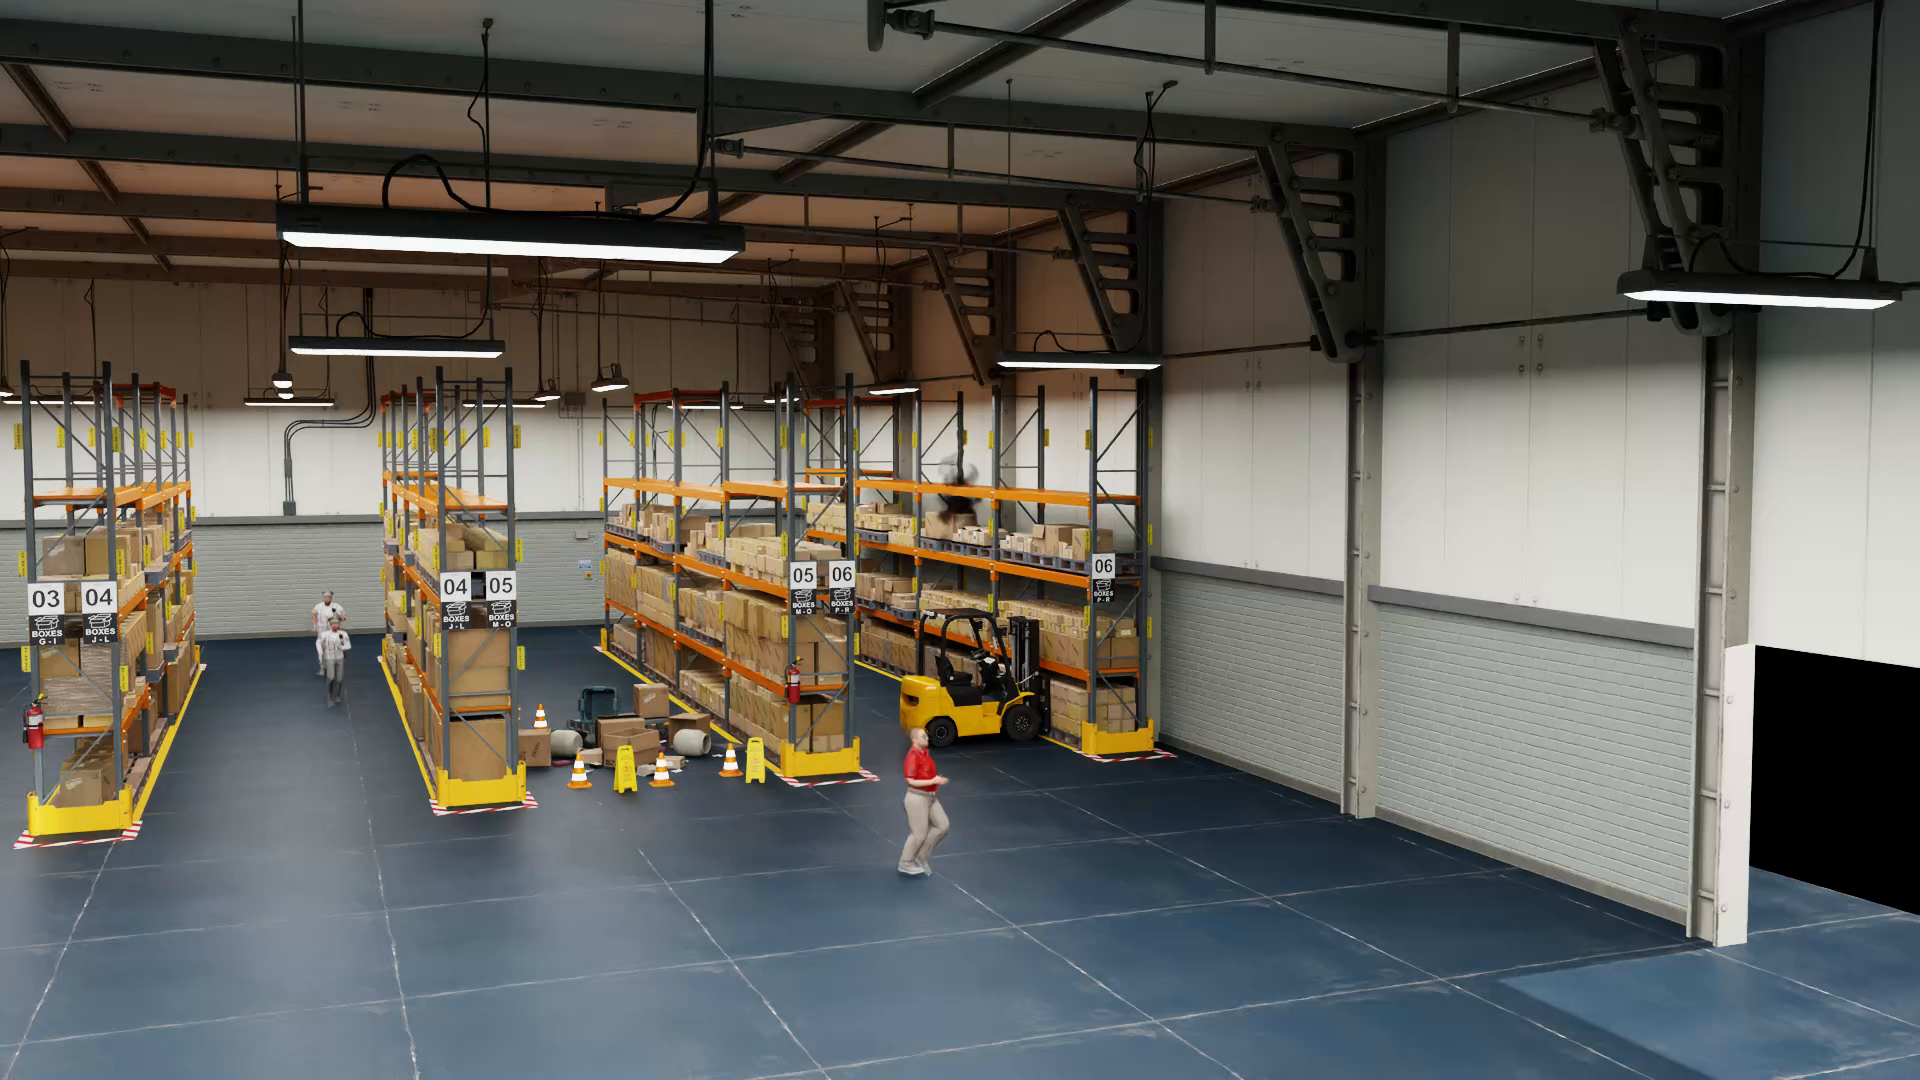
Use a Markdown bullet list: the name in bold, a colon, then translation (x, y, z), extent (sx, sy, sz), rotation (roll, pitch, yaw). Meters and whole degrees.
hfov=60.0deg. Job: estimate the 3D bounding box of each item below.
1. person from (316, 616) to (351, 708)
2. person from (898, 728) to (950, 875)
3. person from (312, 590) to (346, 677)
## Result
- **person**: translation (-11.738, 2.284, 31.214), extent (0.581, 1.730, 0.698), rotation (-2, 4, -28)
- **person**: translation (-0.388, 3.012, 19.033), extent (0.660, 1.740, 0.644), rotation (1, 4, 22)
- **person**: translation (-13.521, 1.969, 35.645), extent (0.670, 1.816, 0.866), rotation (-1, 4, -22)
